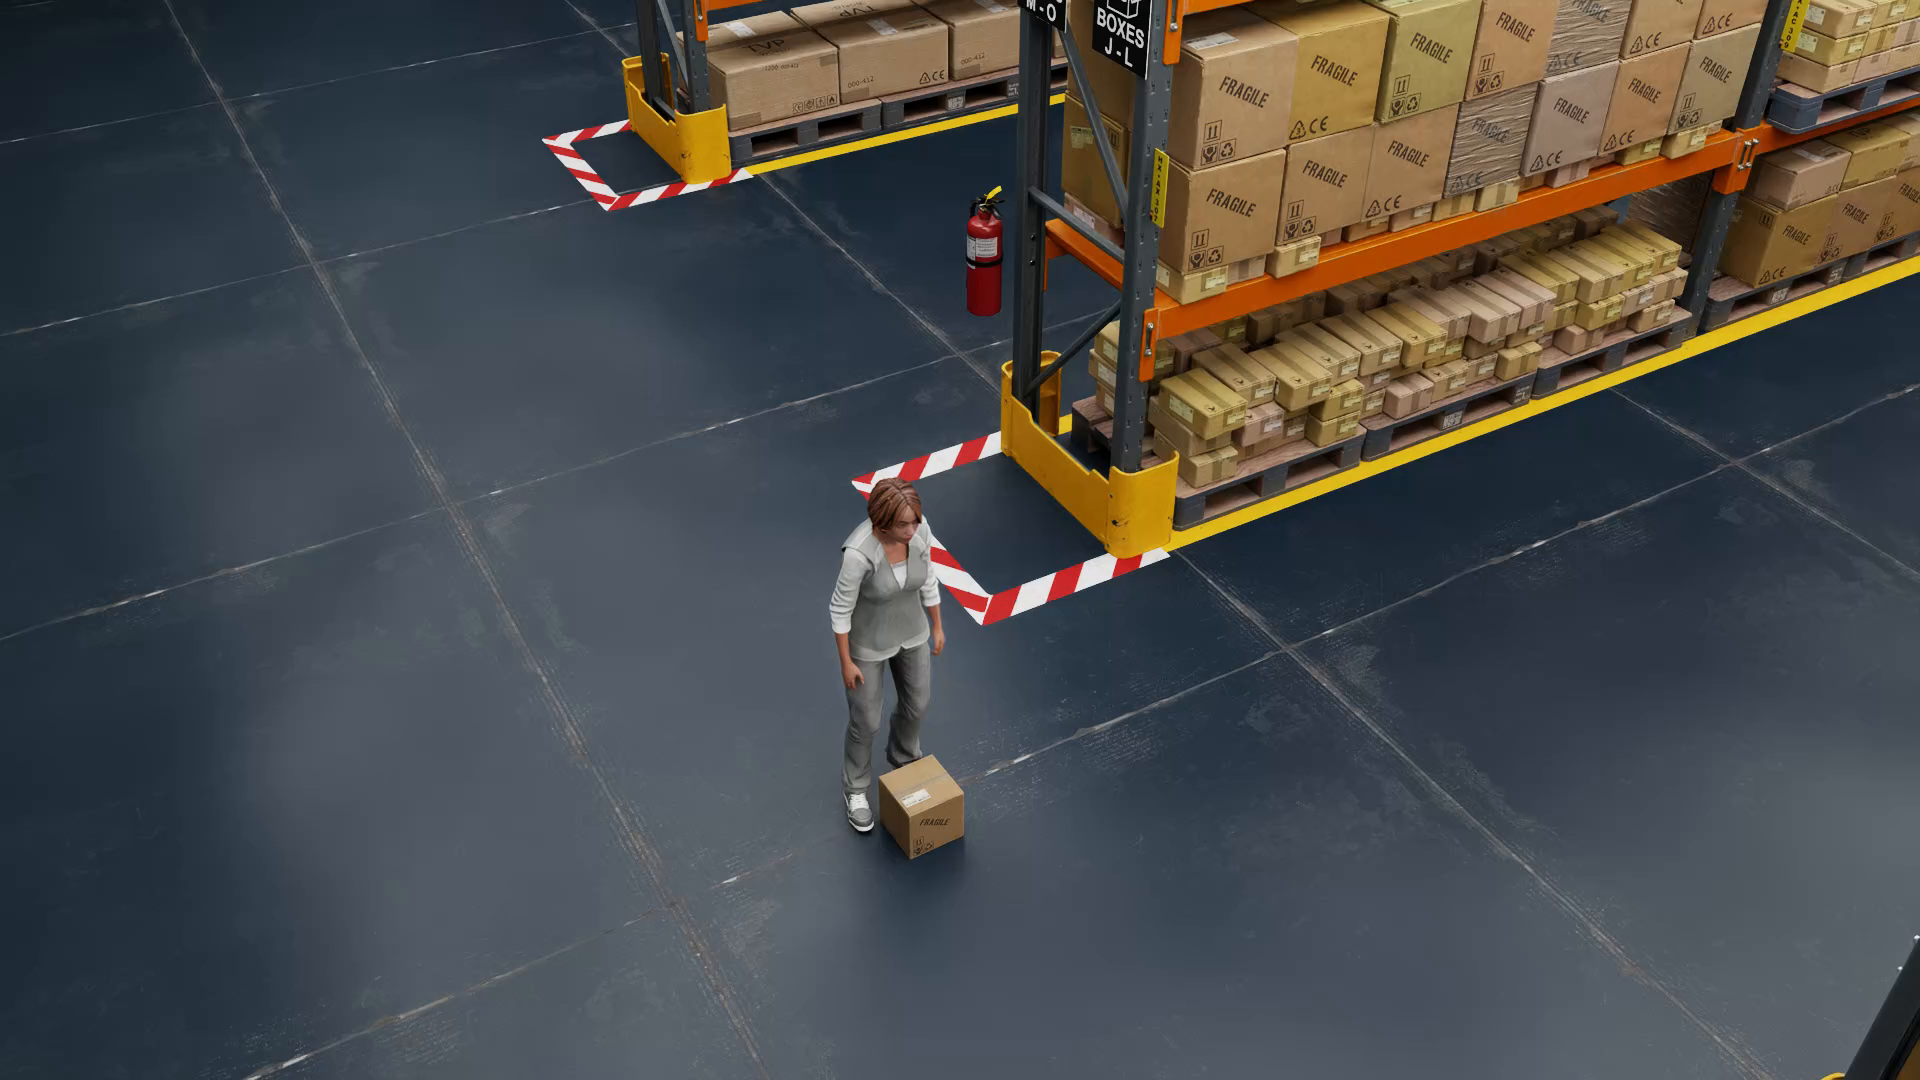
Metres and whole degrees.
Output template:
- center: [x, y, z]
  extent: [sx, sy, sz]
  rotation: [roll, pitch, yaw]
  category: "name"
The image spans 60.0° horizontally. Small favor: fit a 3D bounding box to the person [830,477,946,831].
- center: [-0.280, 0.409, 6.406]
  extent: [0.484, 1.582, 0.340]
  rotation: [-22, 42, -26]
  category: "person"
